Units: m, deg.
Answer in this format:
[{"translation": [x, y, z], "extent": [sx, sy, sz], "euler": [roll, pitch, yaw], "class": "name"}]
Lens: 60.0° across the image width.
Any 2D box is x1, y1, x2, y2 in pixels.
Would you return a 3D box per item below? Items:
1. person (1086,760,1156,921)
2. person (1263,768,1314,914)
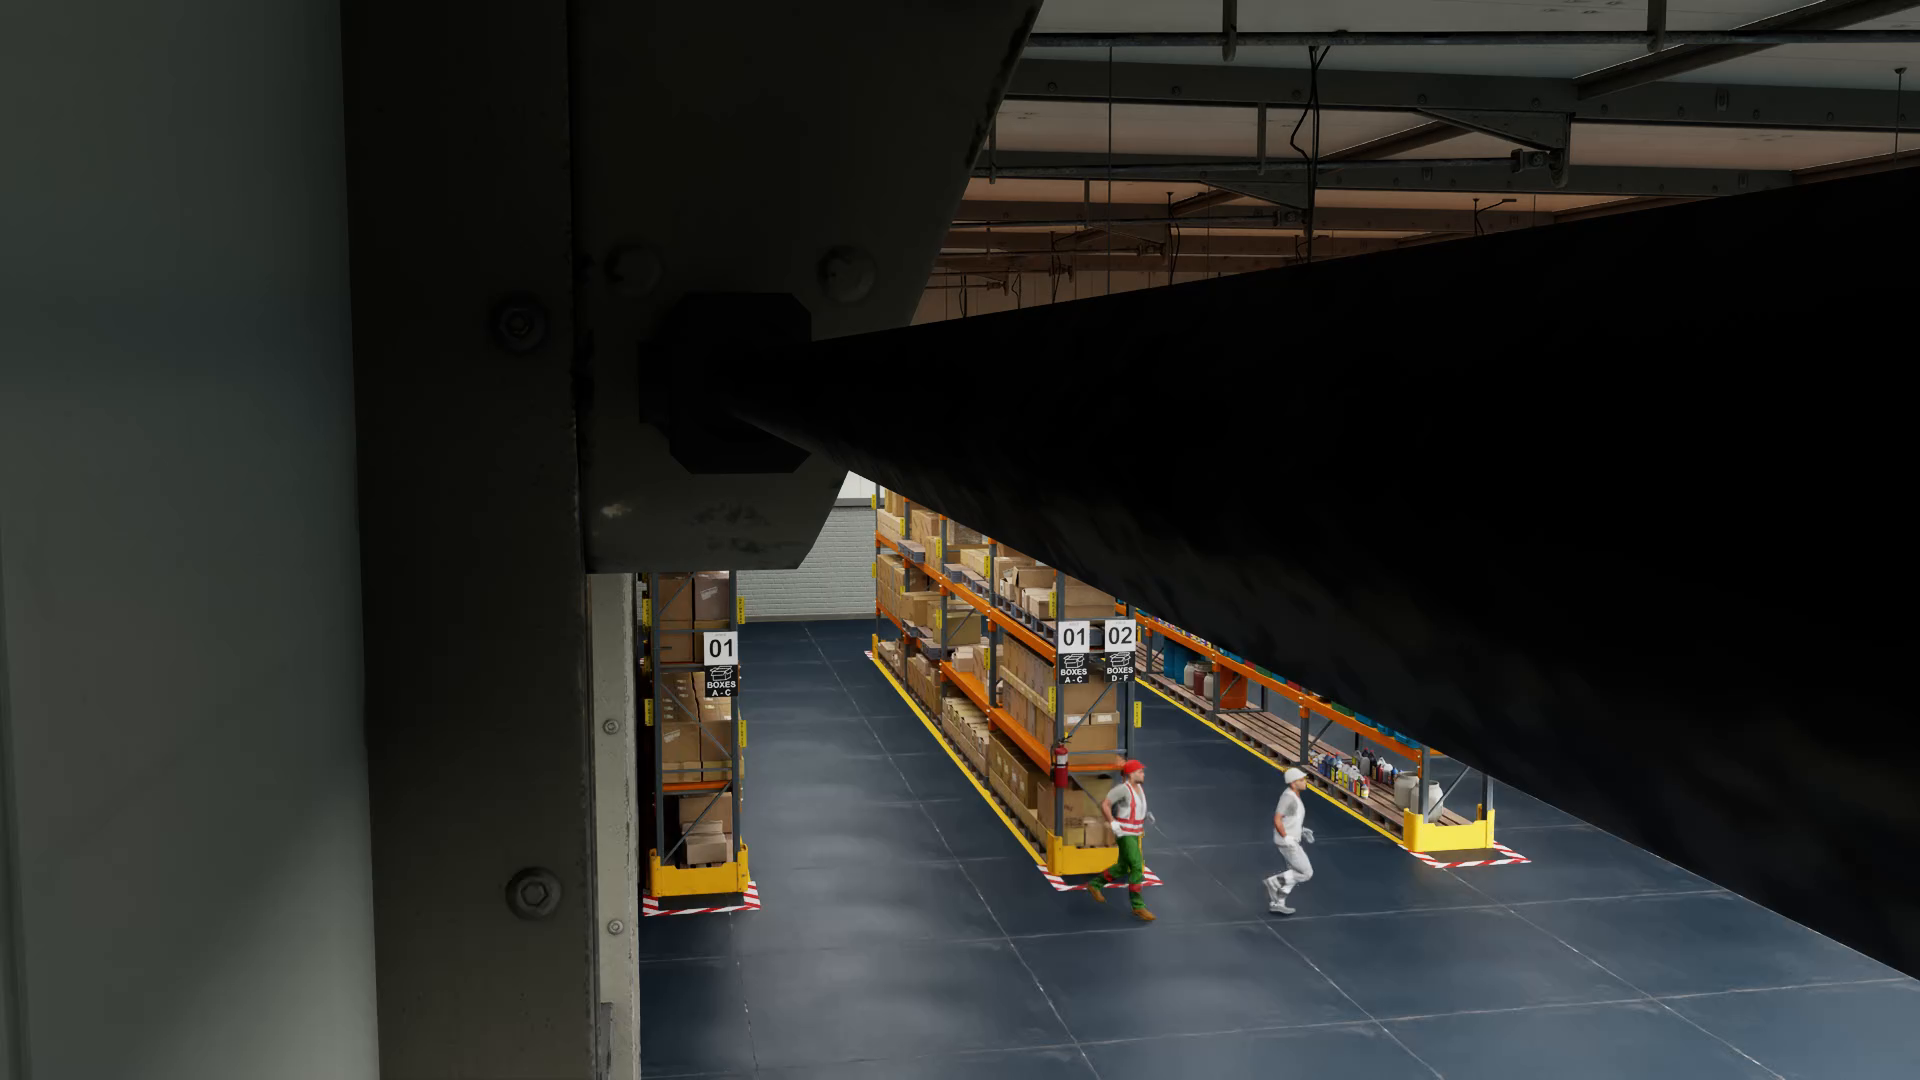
[{"translation": [1.957, 3.455, 19.482], "extent": [0.942, 1.770, 0.704], "euler": [3, 7, 30], "class": "person"}, {"translation": [3.832, 3.494, 19.353], "extent": [0.568, 1.711, 0.623], "euler": [1, 6, 13], "class": "person"}]
